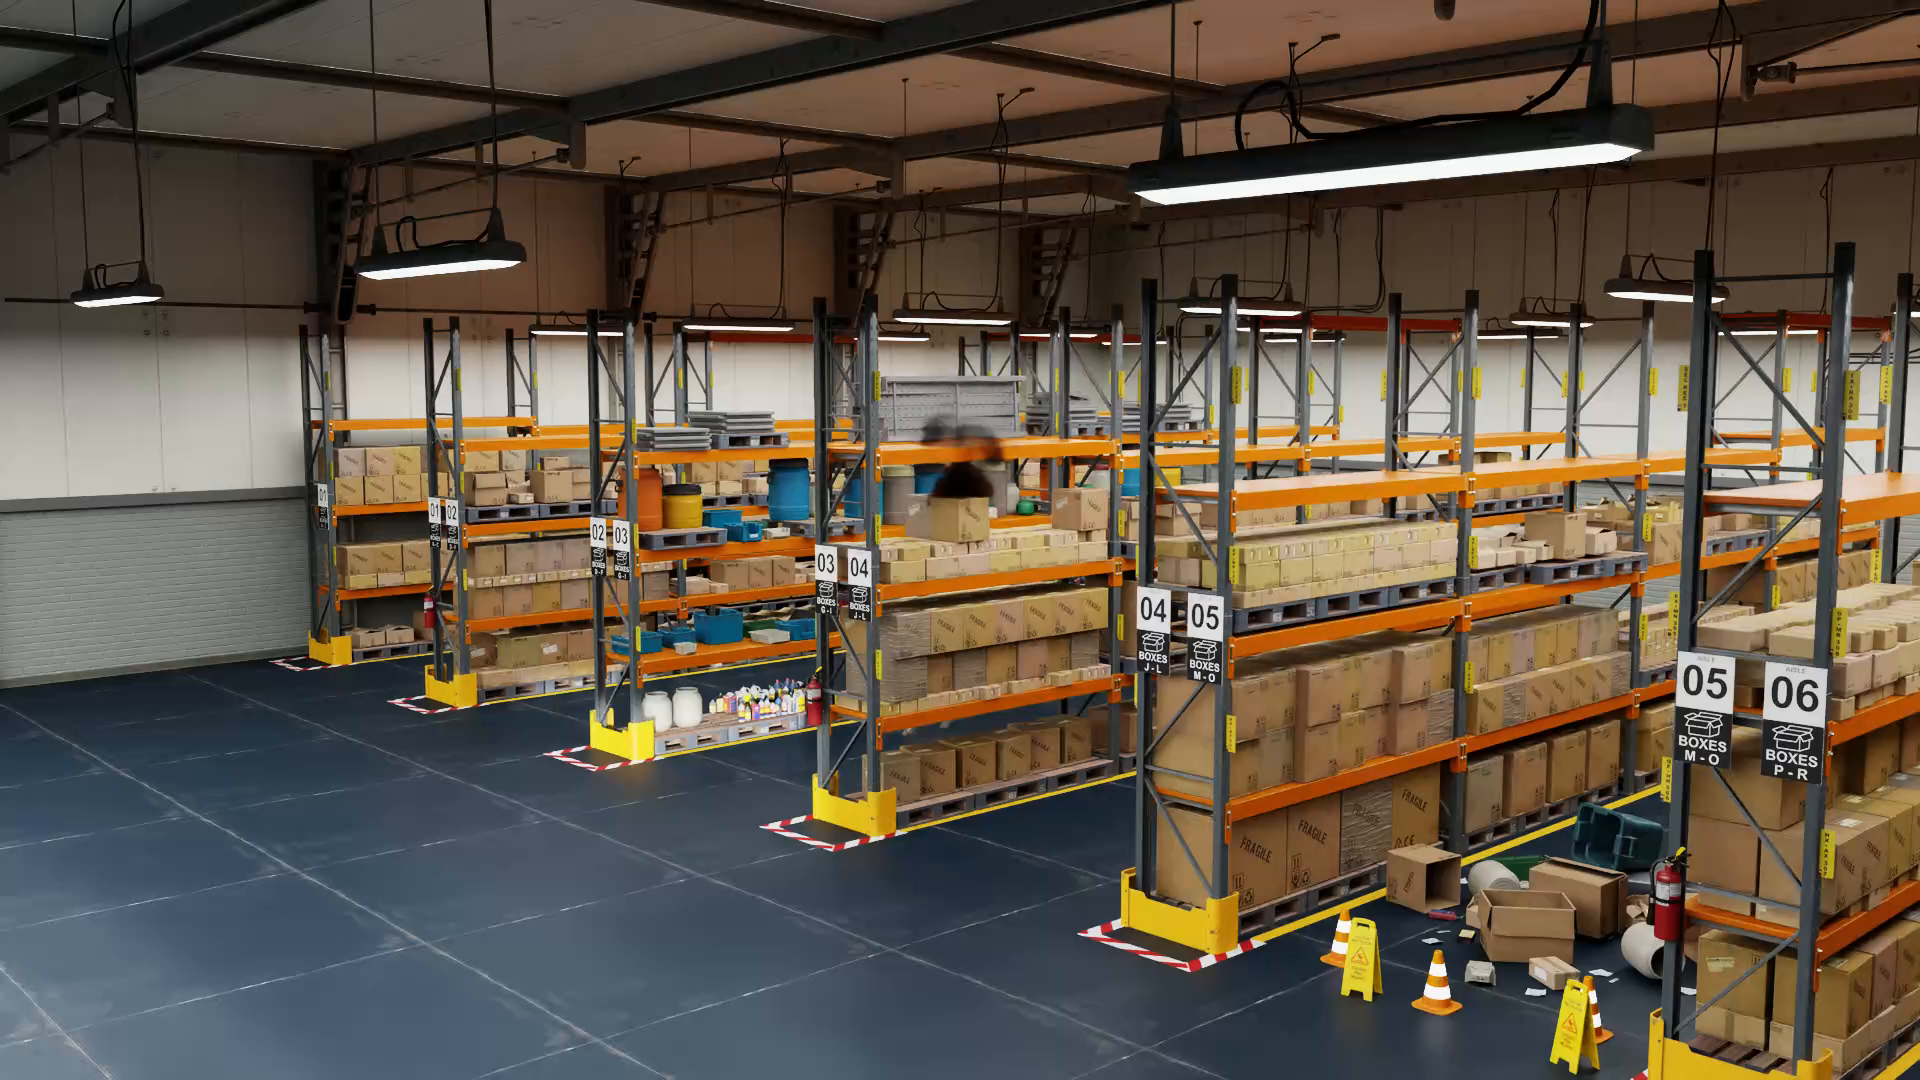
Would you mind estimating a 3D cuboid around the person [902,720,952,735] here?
[{"bbox_3d":[-0.432,1.745,22.726,0.656,1.751,0.903,4,7,37],"label":"person"}]
